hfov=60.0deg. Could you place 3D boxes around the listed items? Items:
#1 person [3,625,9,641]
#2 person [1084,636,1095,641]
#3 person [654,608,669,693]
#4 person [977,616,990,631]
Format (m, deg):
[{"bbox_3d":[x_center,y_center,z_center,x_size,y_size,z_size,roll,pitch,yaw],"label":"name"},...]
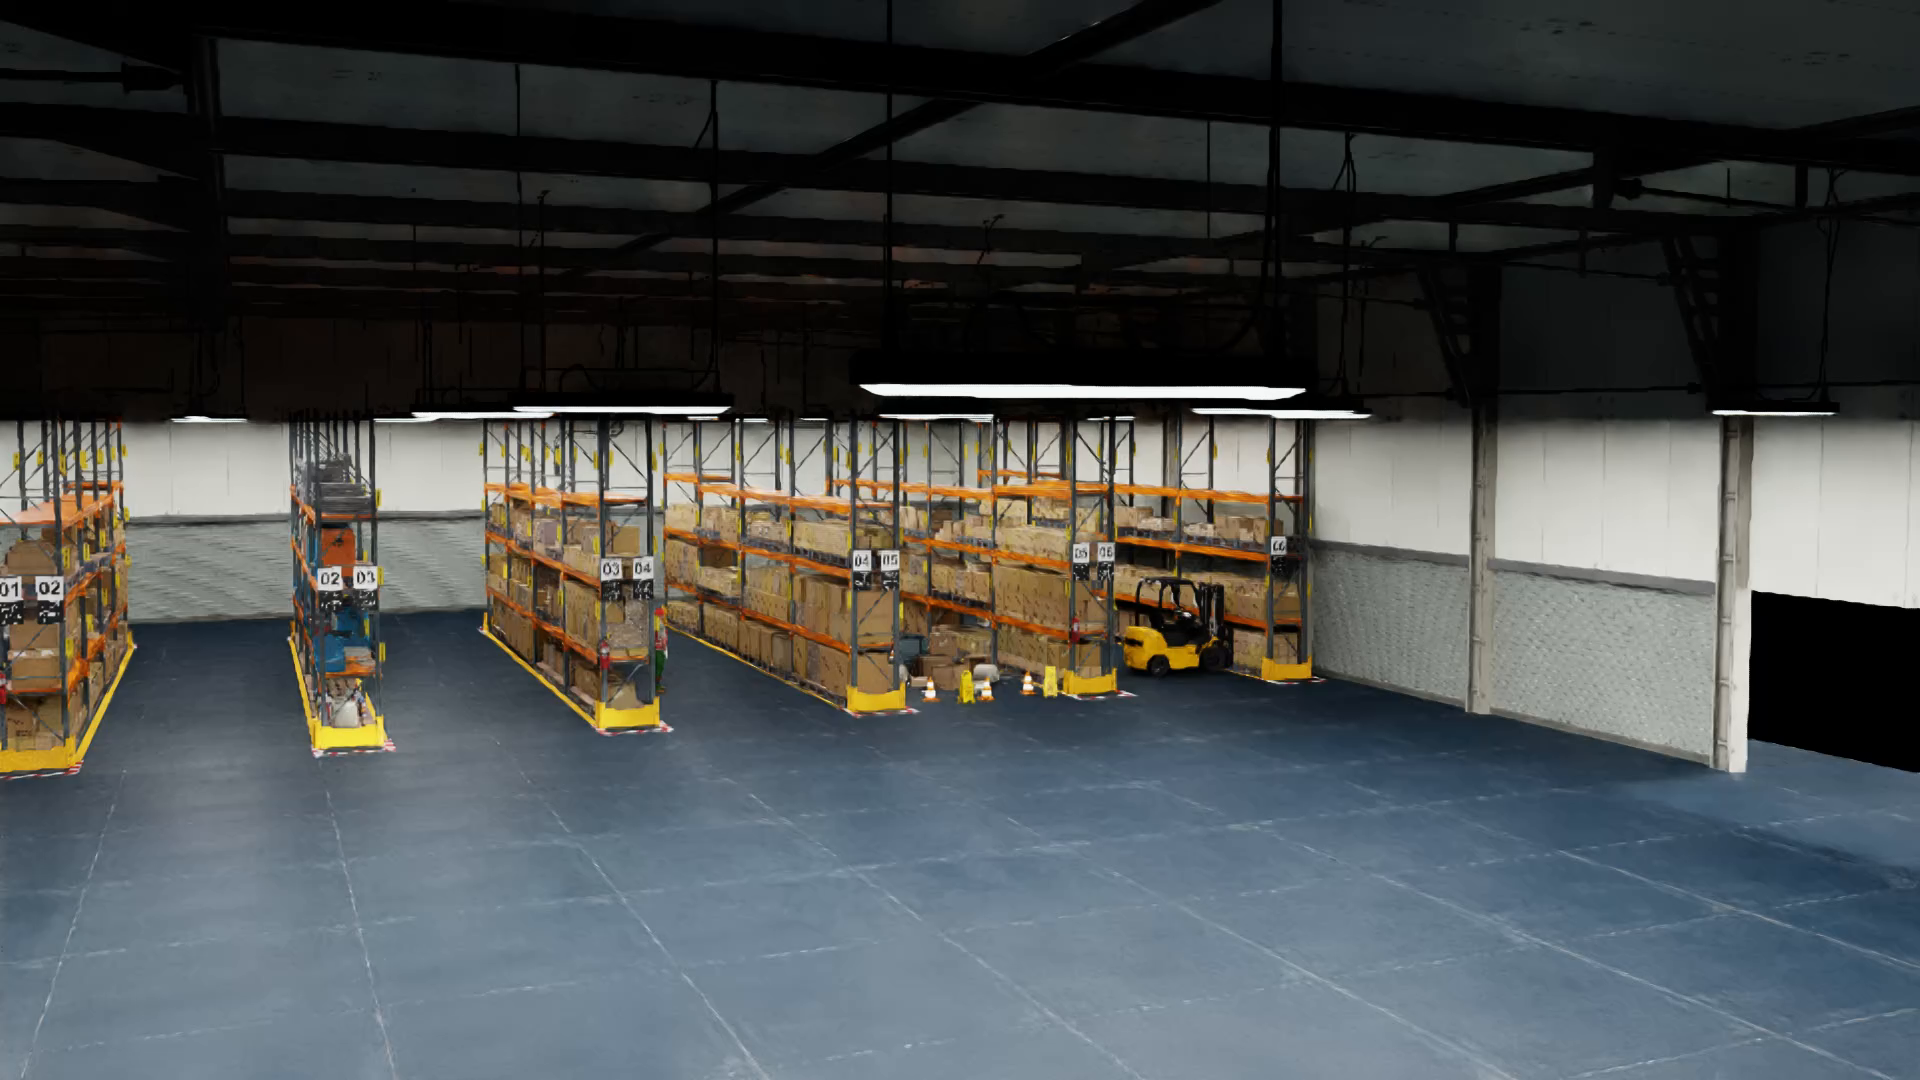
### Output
[{"bbox_3d":[-25.332,1.784,43.885,0.566,1.706,1.122,-2,4,-21],"label":"person"},{"bbox_3d":[2.989,2.125,39.229,0.569,1.668,0.563,1,4,9],"label":"person"},{"bbox_3d":[-6.397,2.331,35.372,0.382,1.786,0.674,-3,5,-32],"label":"person"},{"bbox_3d":[0.534,1.675,44.842,0.577,1.785,0.655,1,4,8],"label":"person"}]
